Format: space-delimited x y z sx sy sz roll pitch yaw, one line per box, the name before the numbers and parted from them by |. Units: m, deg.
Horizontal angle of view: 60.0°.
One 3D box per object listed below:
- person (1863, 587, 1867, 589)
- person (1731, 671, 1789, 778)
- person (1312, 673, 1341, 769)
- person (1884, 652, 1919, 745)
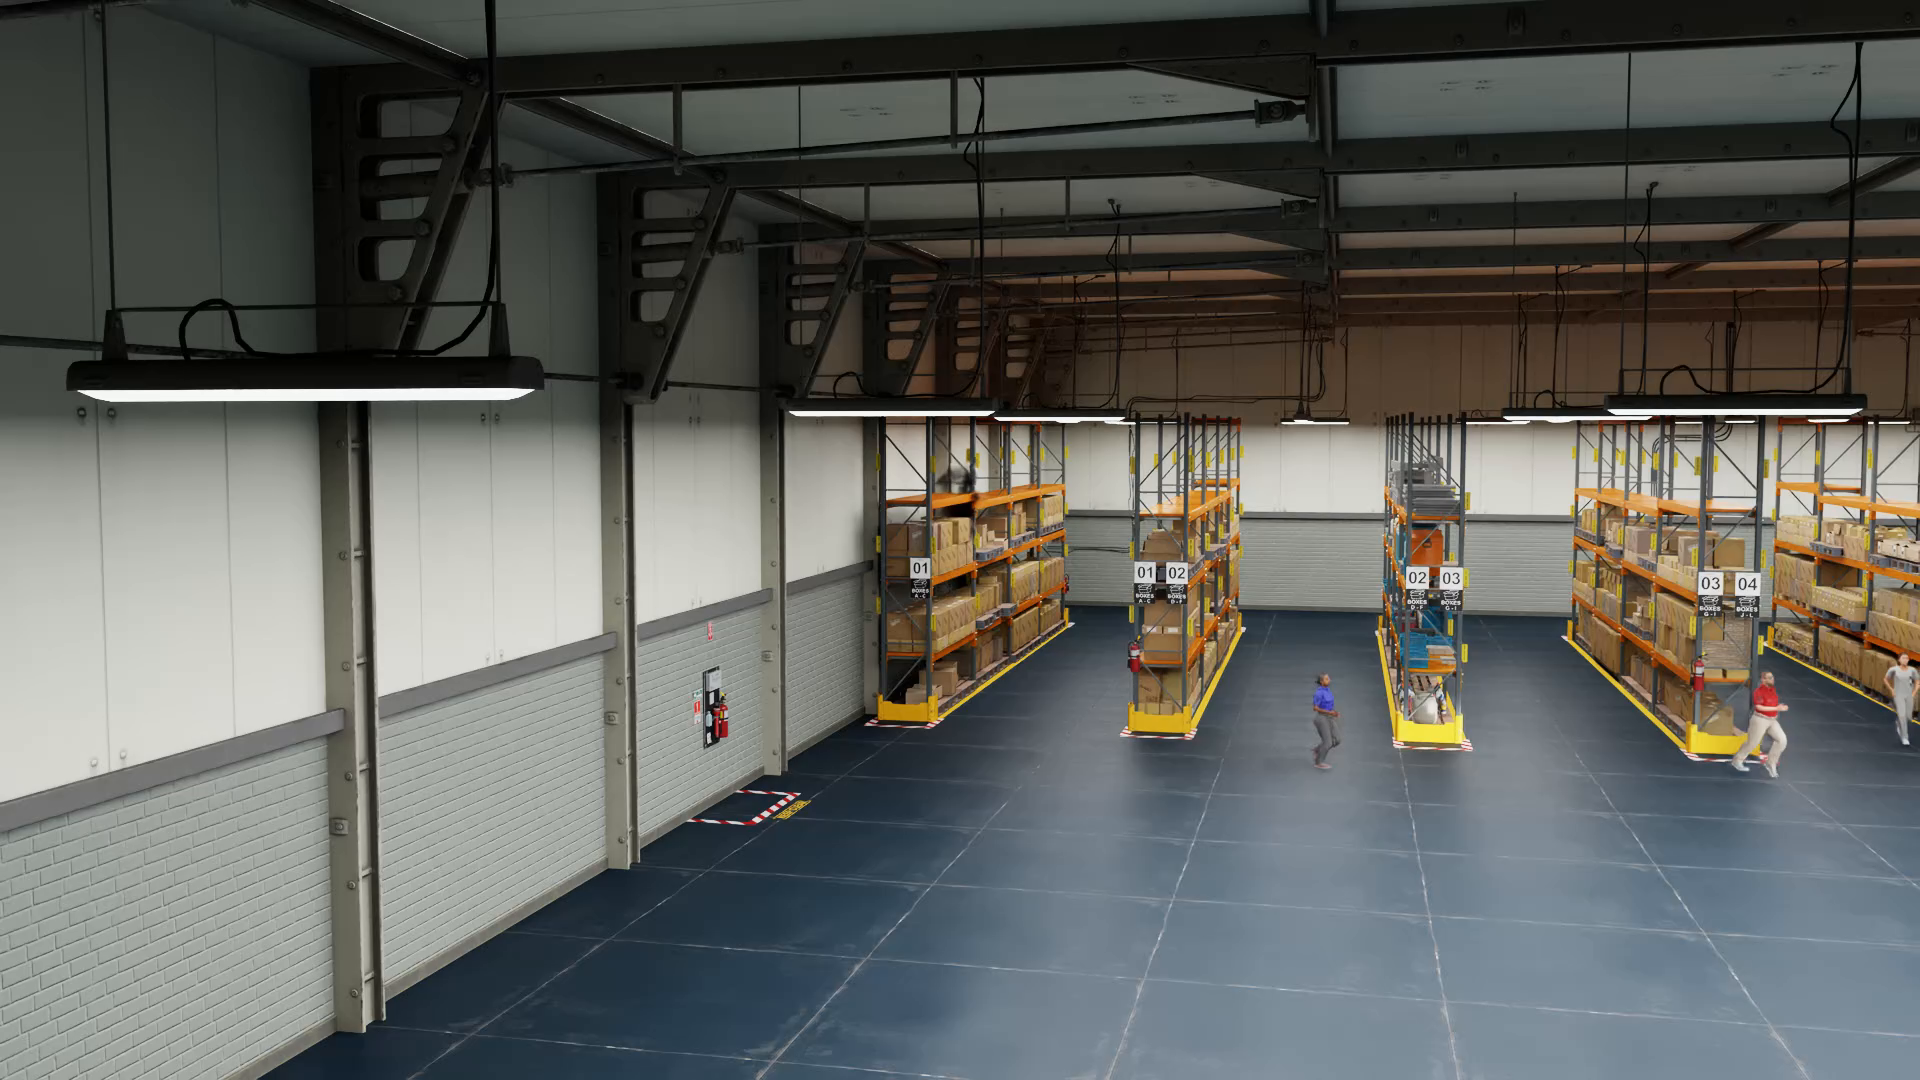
person | 23.180 1.992 42.553 0.700 1.711 0.842 0 4 1
person | 13.196 3.027 27.314 0.675 1.775 0.907 -2 5 -32
person | 6.150 3.030 27.856 0.547 1.609 0.570 3 5 37
person | 17.117 2.851 30.217 0.581 1.644 0.813 1 4 14
